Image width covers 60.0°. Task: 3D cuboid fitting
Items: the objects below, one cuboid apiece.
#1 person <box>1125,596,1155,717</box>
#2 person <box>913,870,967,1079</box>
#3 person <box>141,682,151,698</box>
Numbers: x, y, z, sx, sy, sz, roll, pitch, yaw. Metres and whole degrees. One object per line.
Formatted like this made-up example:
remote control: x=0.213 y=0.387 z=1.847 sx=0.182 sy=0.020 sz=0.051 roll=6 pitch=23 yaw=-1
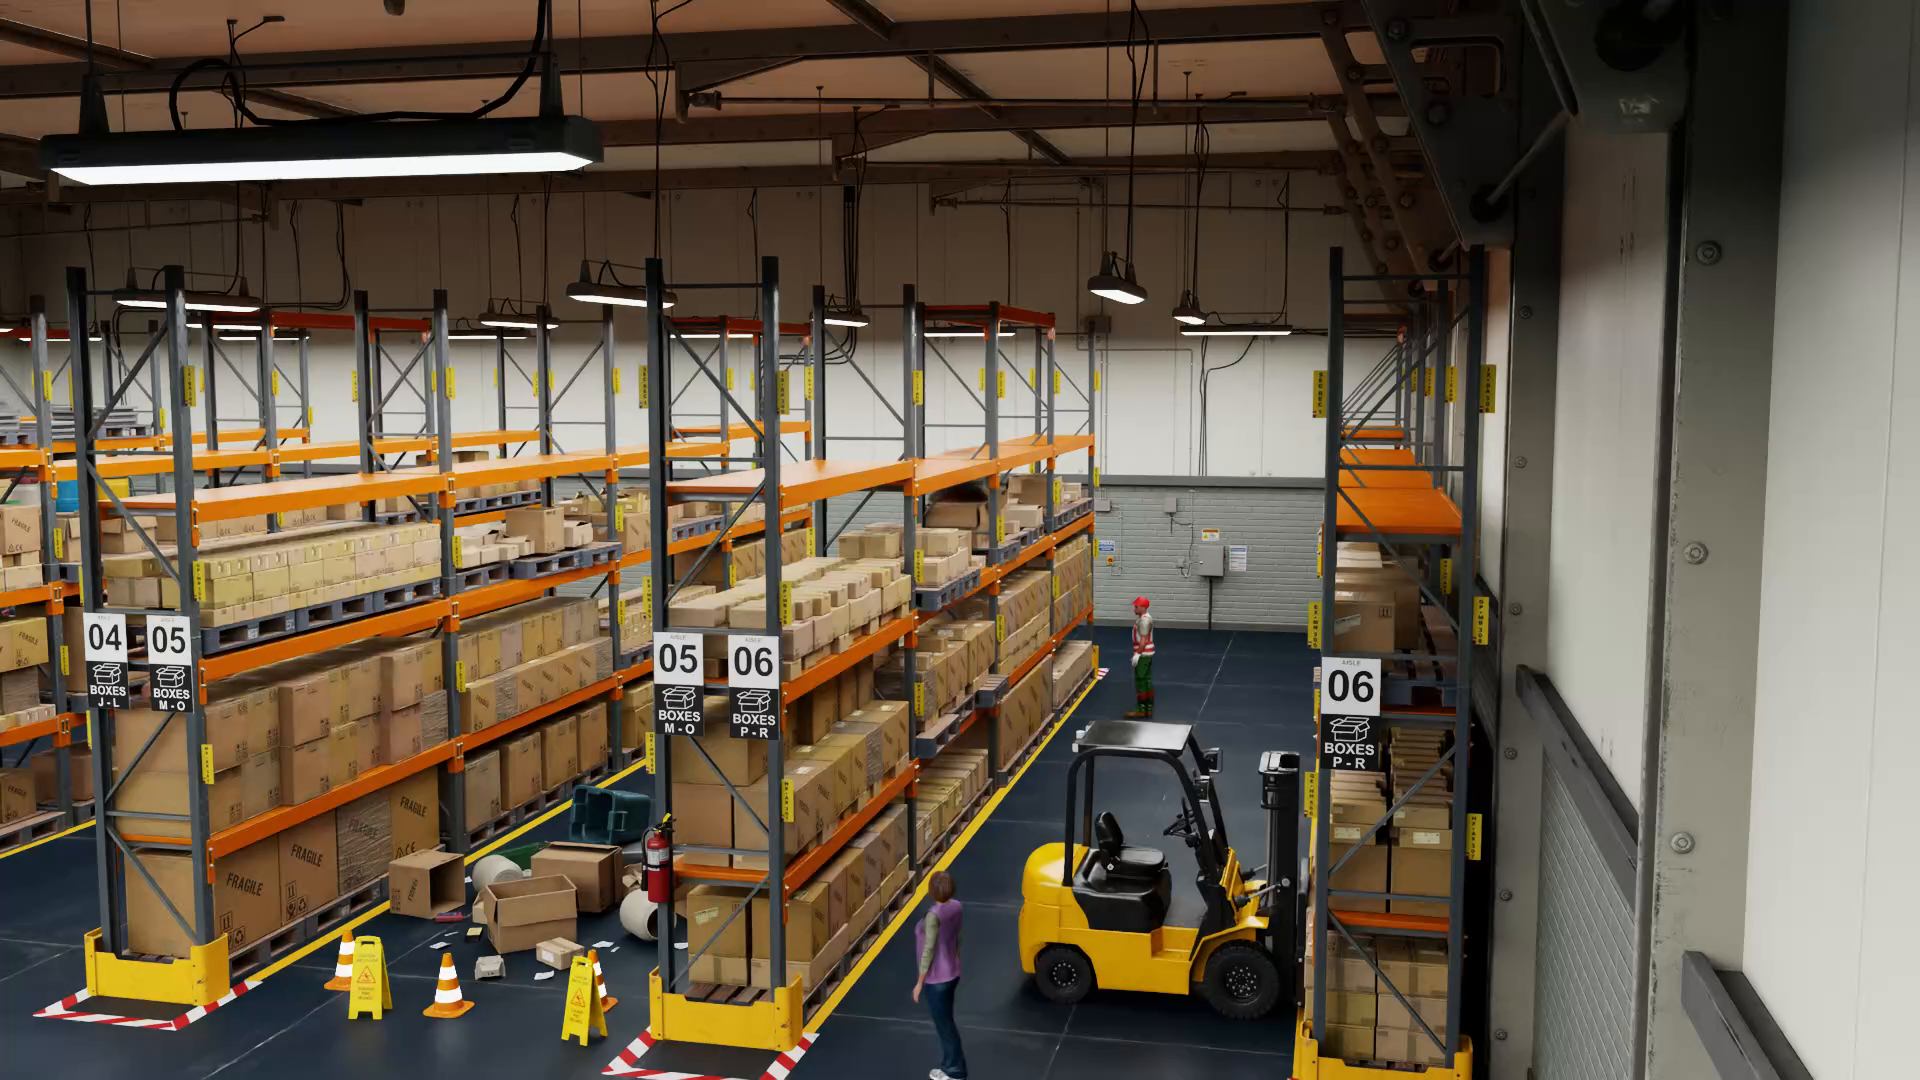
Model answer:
person: x=2.716 y=1.740 z=24.970 sx=0.419 sy=1.792 sz=0.567 roll=1 pitch=6 yaw=14
person: x=-0.131 y=3.164 z=11.959 sx=0.373 sy=1.614 sz=0.453 roll=2 pitch=6 yaw=19
person: x=-8.959 y=2.441 z=18.669 sx=0.562 sy=1.759 sz=0.704 roll=4 pitch=7 yaw=33
